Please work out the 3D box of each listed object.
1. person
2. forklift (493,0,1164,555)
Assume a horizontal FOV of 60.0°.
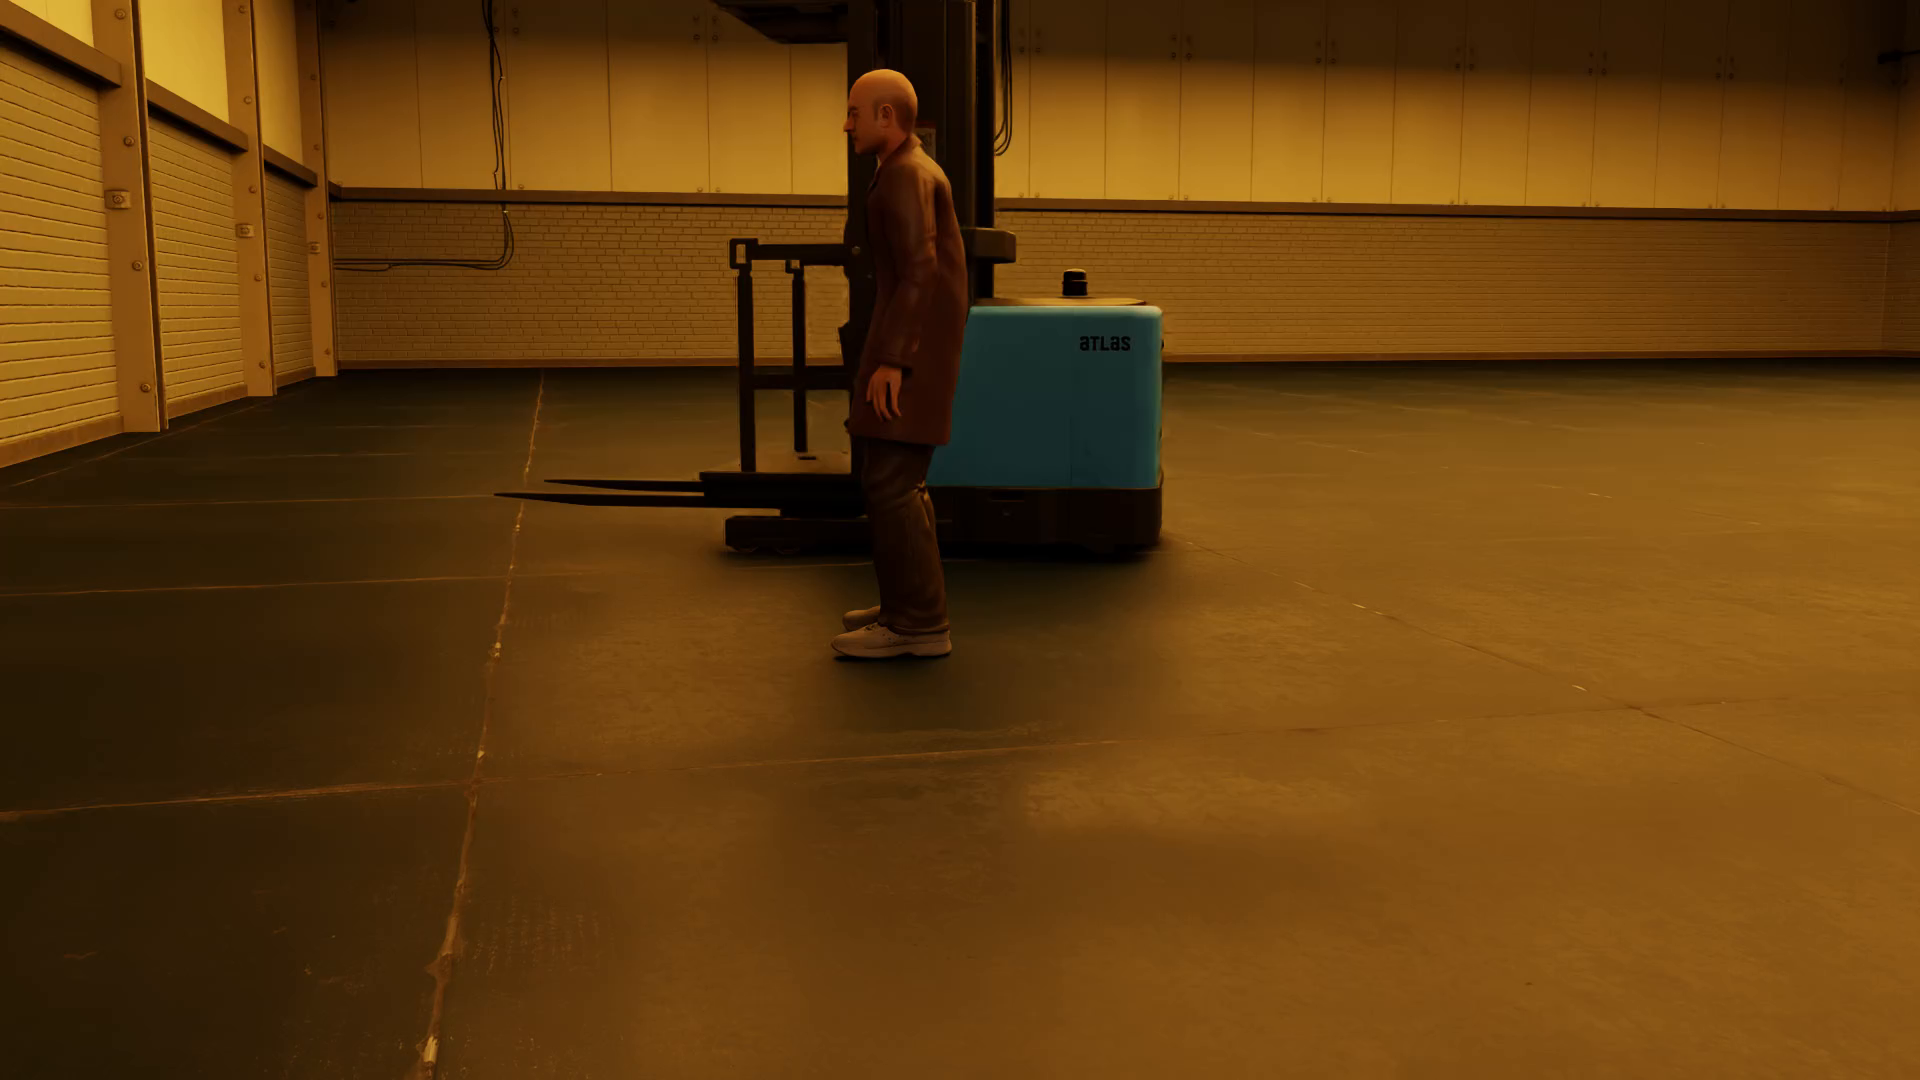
[{"bbox_3d":[-0.185,-0.535,5.128,0.423,1.774,0.653,0,8,0],"label":"person"},{"bbox_3d":[-0.593,-1.458,7.547,3.031,2.935,1.130,1,8,8],"label":"forklift"}]
